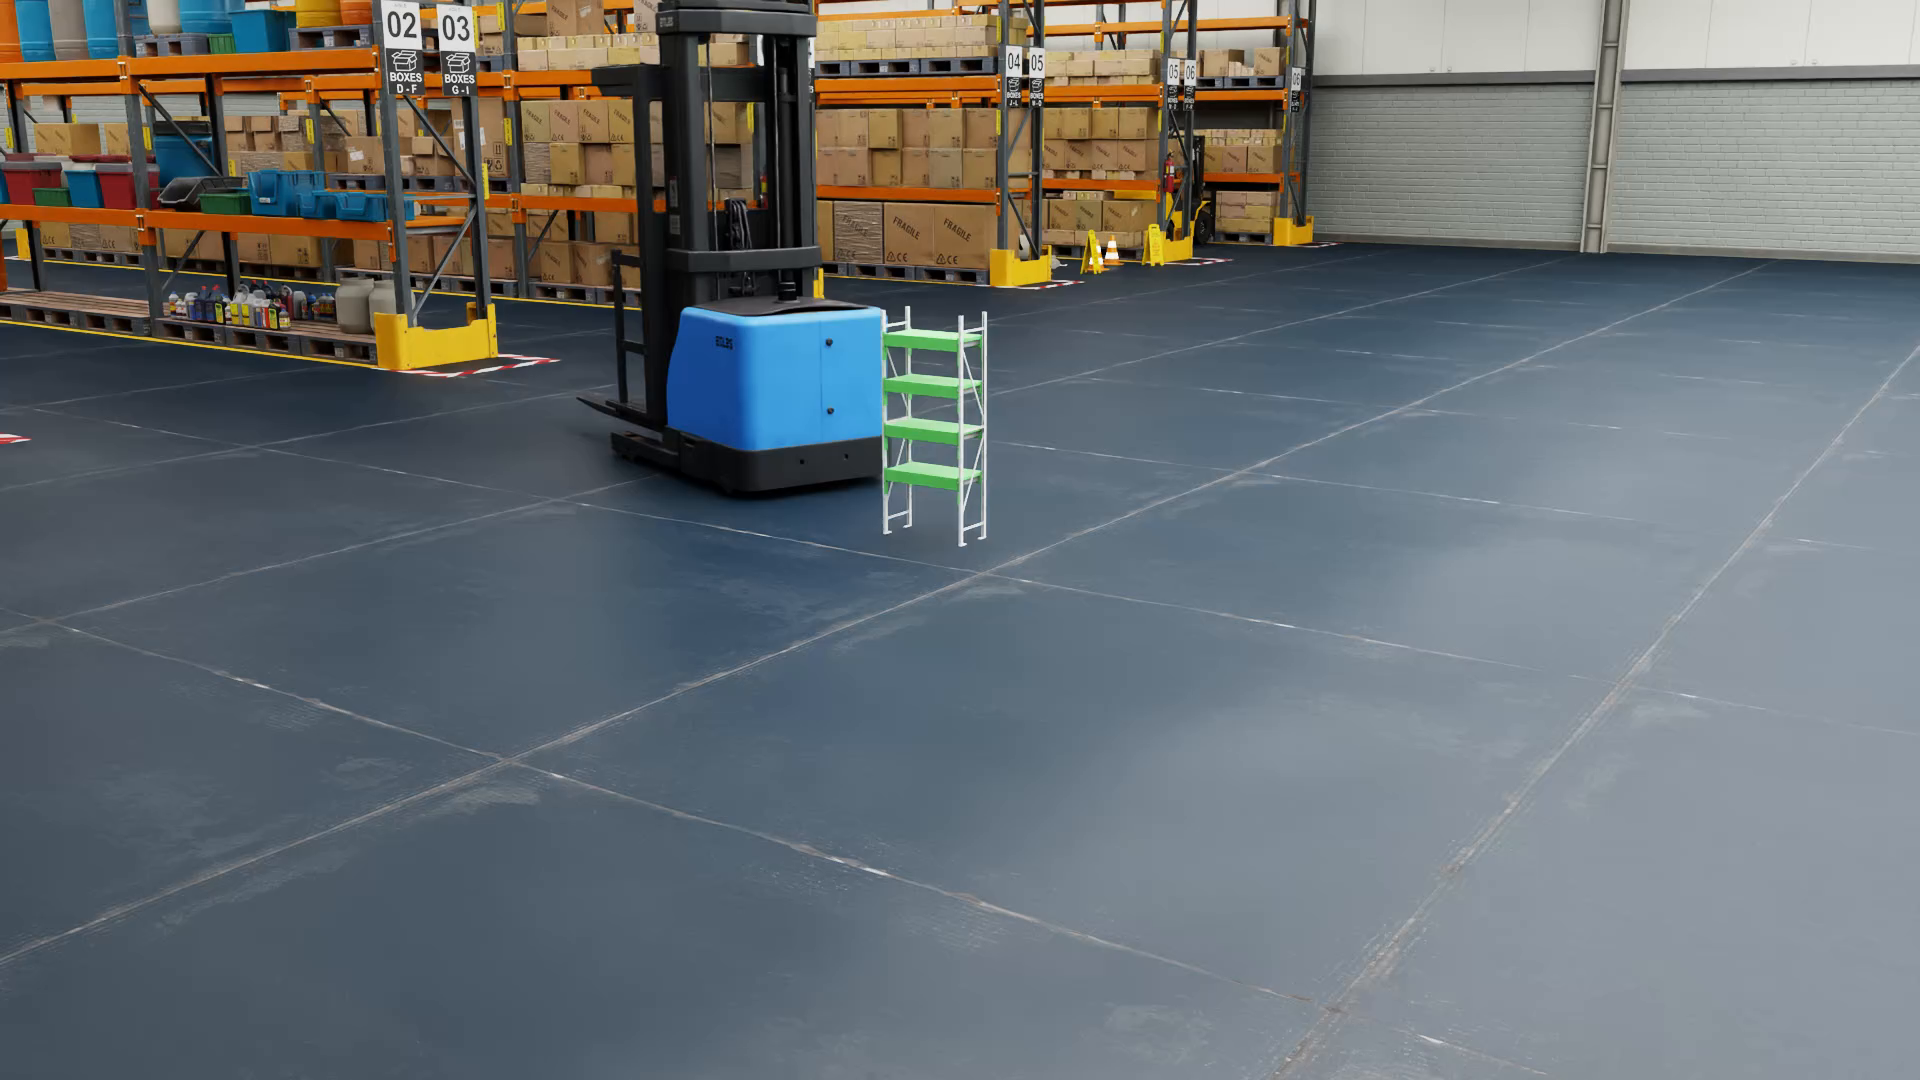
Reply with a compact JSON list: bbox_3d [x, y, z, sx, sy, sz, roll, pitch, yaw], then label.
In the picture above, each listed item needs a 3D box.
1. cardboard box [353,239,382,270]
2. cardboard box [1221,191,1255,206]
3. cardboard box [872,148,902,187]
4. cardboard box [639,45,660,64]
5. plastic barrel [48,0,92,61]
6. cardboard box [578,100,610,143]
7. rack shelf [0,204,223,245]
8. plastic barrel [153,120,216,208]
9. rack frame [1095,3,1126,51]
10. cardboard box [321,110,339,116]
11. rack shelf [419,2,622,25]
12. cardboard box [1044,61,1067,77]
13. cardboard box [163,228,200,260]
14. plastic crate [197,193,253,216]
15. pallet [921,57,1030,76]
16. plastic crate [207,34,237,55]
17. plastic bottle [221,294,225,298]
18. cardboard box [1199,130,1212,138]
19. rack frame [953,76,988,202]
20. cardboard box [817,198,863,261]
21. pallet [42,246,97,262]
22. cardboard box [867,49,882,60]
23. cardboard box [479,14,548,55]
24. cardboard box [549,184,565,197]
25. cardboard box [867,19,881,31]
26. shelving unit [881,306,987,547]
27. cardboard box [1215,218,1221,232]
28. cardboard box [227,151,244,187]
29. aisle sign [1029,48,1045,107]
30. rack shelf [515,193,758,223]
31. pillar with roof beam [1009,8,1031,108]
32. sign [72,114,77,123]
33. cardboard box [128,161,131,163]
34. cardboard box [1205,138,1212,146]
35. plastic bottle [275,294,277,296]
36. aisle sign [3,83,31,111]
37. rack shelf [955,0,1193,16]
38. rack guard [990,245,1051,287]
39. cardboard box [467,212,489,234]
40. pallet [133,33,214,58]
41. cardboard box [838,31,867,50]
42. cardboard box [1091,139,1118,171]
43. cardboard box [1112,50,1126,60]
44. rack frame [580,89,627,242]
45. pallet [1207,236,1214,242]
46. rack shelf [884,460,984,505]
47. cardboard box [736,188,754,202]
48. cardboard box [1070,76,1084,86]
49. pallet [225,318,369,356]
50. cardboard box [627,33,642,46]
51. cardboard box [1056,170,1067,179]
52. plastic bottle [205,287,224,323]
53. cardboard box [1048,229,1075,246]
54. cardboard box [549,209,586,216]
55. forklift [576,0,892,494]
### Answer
[{"bbox_3d":[-8.084,-4.096,23.412,0.500,0.500,0.700,8,16,30],"label":"cardboard box"},{"bbox_3d":[5.301,-6.496,31.590,0.500,0.250,0.500,10,17,34],"label":"cardboard box"},{"bbox_3d":[-0.821,-5.430,24.203,0.500,0.550,0.875,9,17,33],"label":"cardboard box"},{"bbox_3d":[-3.392,-5.642,19.444,0.500,0.250,0.500,10,17,34],"label":"cardboard box"},{"bbox_3d":[-9.183,-5.469,17.389,0.600,0.901,0.600,0,14,0],"label":"plastic barrel"},{"bbox_3d":[-4.271,-5.078,20.187,0.500,0.500,0.500,9,17,33],"label":"cardboard box"},{"bbox_3d":[-9.756,-3.576,18.525,4.000,0.370,1.077,9,17,33],"label":"rack shelf"},{"bbox_3d":[-8.248,-4.013,17.748,0.708,0.901,0.600,9,17,33],"label":"plastic barrel"},{"bbox_3d":[2.965,-10.523,32.606,0.127,3.000,1.000,9,17,33],"label":"rack frame"},{"bbox_3d":[-11.372,-7.654,30.593,0.500,0.500,0.500,9,16,32],"label":"cardboard box"},{"bbox_3d":[-7.459,-8.794,27.949,4.000,0.370,1.077,9,17,33],"label":"rack shelf"},{"bbox_3d":[1.672,-7.831,27.664,0.500,0.250,0.500,9,17,33],"label":"cardboard box"},{"bbox_3d":[-11.428,-4.808,25.553,0.875,0.875,1.225,9,17,33],"label":"cardboard box"},{"bbox_3d":[-7.128,-3.316,16.418,0.662,0.188,0.450,9,17,33],"label":"plastic crate"},{"bbox_3d":[0.217,-6.594,23.162,1.213,0.211,1.003,9,17,33],"label":"pallet"},{"bbox_3d":[-6.939,-4.745,15.946,0.450,0.188,0.336,9,17,33],"label":"plastic crate"},{"bbox_3d":[-7.471,-2.360,16.877,0.097,0.271,0.097,0,14,0],"label":"plastic bottle"},{"bbox_3d":[4.755,-7.740,31.669,0.250,0.149,0.380,10,17,34],"label":"cardboard box"},{"bbox_3d":[0.198,-6.621,29.327,0.127,3.000,1.000,9,17,33],"label":"rack frame"},{"bbox_3d":[-1.998,-4.694,25.093,0.875,0.875,0.875,9,17,34],"label":"cardboard box"},{"bbox_3d":[-14.583,-4.809,27.810,1.213,0.211,1.003,9,17,33],"label":"pallet"},{"bbox_3d":[-1.106,-6.886,23.597,0.250,0.149,0.380,9,17,34],"label":"cardboard box"},{"bbox_3d":[-5.667,-6.438,21.256,0.637,0.503,0.797,8,16,30],"label":"cardboard box"},{"bbox_3d":[-4.899,-4.370,20.757,0.250,0.149,0.380,9,17,33],"label":"cardboard box"},{"bbox_3d":[-1.106,-7.273,23.501,0.250,0.149,0.380,9,17,33],"label":"cardboard box"},{"bbox_3d":[-0.137,-0.605,8.769,0.503,1.200,0.258,9,17,33],"label":"shelving unit"},{"bbox_3d":[4.901,-6.081,31.995,0.500,0.250,0.500,9,17,33],"label":"cardboard box"},{"bbox_3d":[-10.464,-5.452,24.397,0.500,0.500,0.500,10,17,34],"label":"cardboard box"},{"bbox_3d":[1.065,-6.396,23.009,0.004,0.787,0.394,9,17,33],"label":"aisle sign"},{"bbox_3d":[-3.673,-4.027,20.347,4.000,0.370,1.077,9,17,33],"label":"rack shelf"},{"bbox_3d":[-1.171,-10.206,31.325,0.400,9.000,9.100,9,17,33],"label":"pillar with roof beam"},{"bbox_3d":[-14.975,-7.038,28.107,0.005,0.325,0.100,9,17,33],"label":"sign"},{"bbox_3d":[-12.484,-5.796,25.689,0.500,0.250,0.500,9,16,32],"label":"cardboard box"},{"bbox_3d":[4.762,-7.596,31.707,0.250,0.149,0.380,9,17,33],"label":"cardboard box"},{"bbox_3d":[-7.084,-2.484,17.353,0.133,0.283,0.061,11,17,37],"label":"plastic bottle"},{"bbox_3d":[-15.517,-7.466,27.330,0.004,0.787,0.394,9,17,33],"label":"aisle sign"},{"bbox_3d":[1.858,-8.914,27.609,4.000,0.370,1.077,9,17,33],"label":"rack shelf"},{"bbox_3d":[0.859,-3.867,23.405,0.348,0.500,1.175,9,17,33],"label":"rack guard"},{"bbox_3d":[-8.214,-5.461,28.970,0.500,0.500,0.500,10,17,35],"label":"cardboard box"},{"bbox_3d":[-7.444,-4.944,16.705,1.003,0.211,1.213,9,17,33],"label":"pallet"},{"bbox_3d":[-1.393,-7.144,23.809,0.500,0.250,0.500,9,16,32],"label":"cardboard box"},{"bbox_3d":[2.500,-6.363,27.459,0.500,0.500,0.500,9,17,33],"label":"cardboard box"},{"bbox_3d":[2.657,-7.865,26.973,0.250,0.149,0.380,9,16,32],"label":"cardboard box"},{"bbox_3d":[-5.800,-6.157,27.452,0.127,3.000,1.000,9,17,33],"label":"rack frame"},{"bbox_3d":[4.618,-5.979,32.537,1.213,0.211,1.003,9,17,33],"label":"pallet"},{"bbox_3d":[-0.137,-0.310,8.842,0.480,0.148,0.258,9,17,33],"label":"rack shelf"},{"bbox_3d":[-2.365,-3.984,19.196,0.250,0.149,0.380,9,17,33],"label":"cardboard box"},{"bbox_3d":[2.018,-7.588,27.514,0.250,0.149,0.380,9,16,31],"label":"cardboard box"},{"bbox_3d":[-6.546,-2.042,16.632,1.213,0.211,1.003,9,17,33],"label":"pallet"},{"bbox_3d":[-3.695,-5.882,19.583,0.250,0.149,0.380,8,16,30],"label":"cardboard box"},{"bbox_3d":[1.830,-6.179,28.064,0.250,0.149,0.380,9,17,33],"label":"cardboard box"},{"bbox_3d":[-7.502,-2.369,16.747,0.185,0.351,0.144,8,16,30],"label":"plastic bottle"},{"bbox_3d":[1.834,-5.148,28.227,0.500,0.250,0.500,8,16,31],"label":"cardboard box"},{"bbox_3d":[-6.513,-5.551,27.771,0.500,0.250,0.500,9,16,31],"label":"cardboard box"},{"bbox_3d":[-1.665,-1.995,10.783,1.130,2.935,3.031,-9,17,-33],"label":"forklift"}]
